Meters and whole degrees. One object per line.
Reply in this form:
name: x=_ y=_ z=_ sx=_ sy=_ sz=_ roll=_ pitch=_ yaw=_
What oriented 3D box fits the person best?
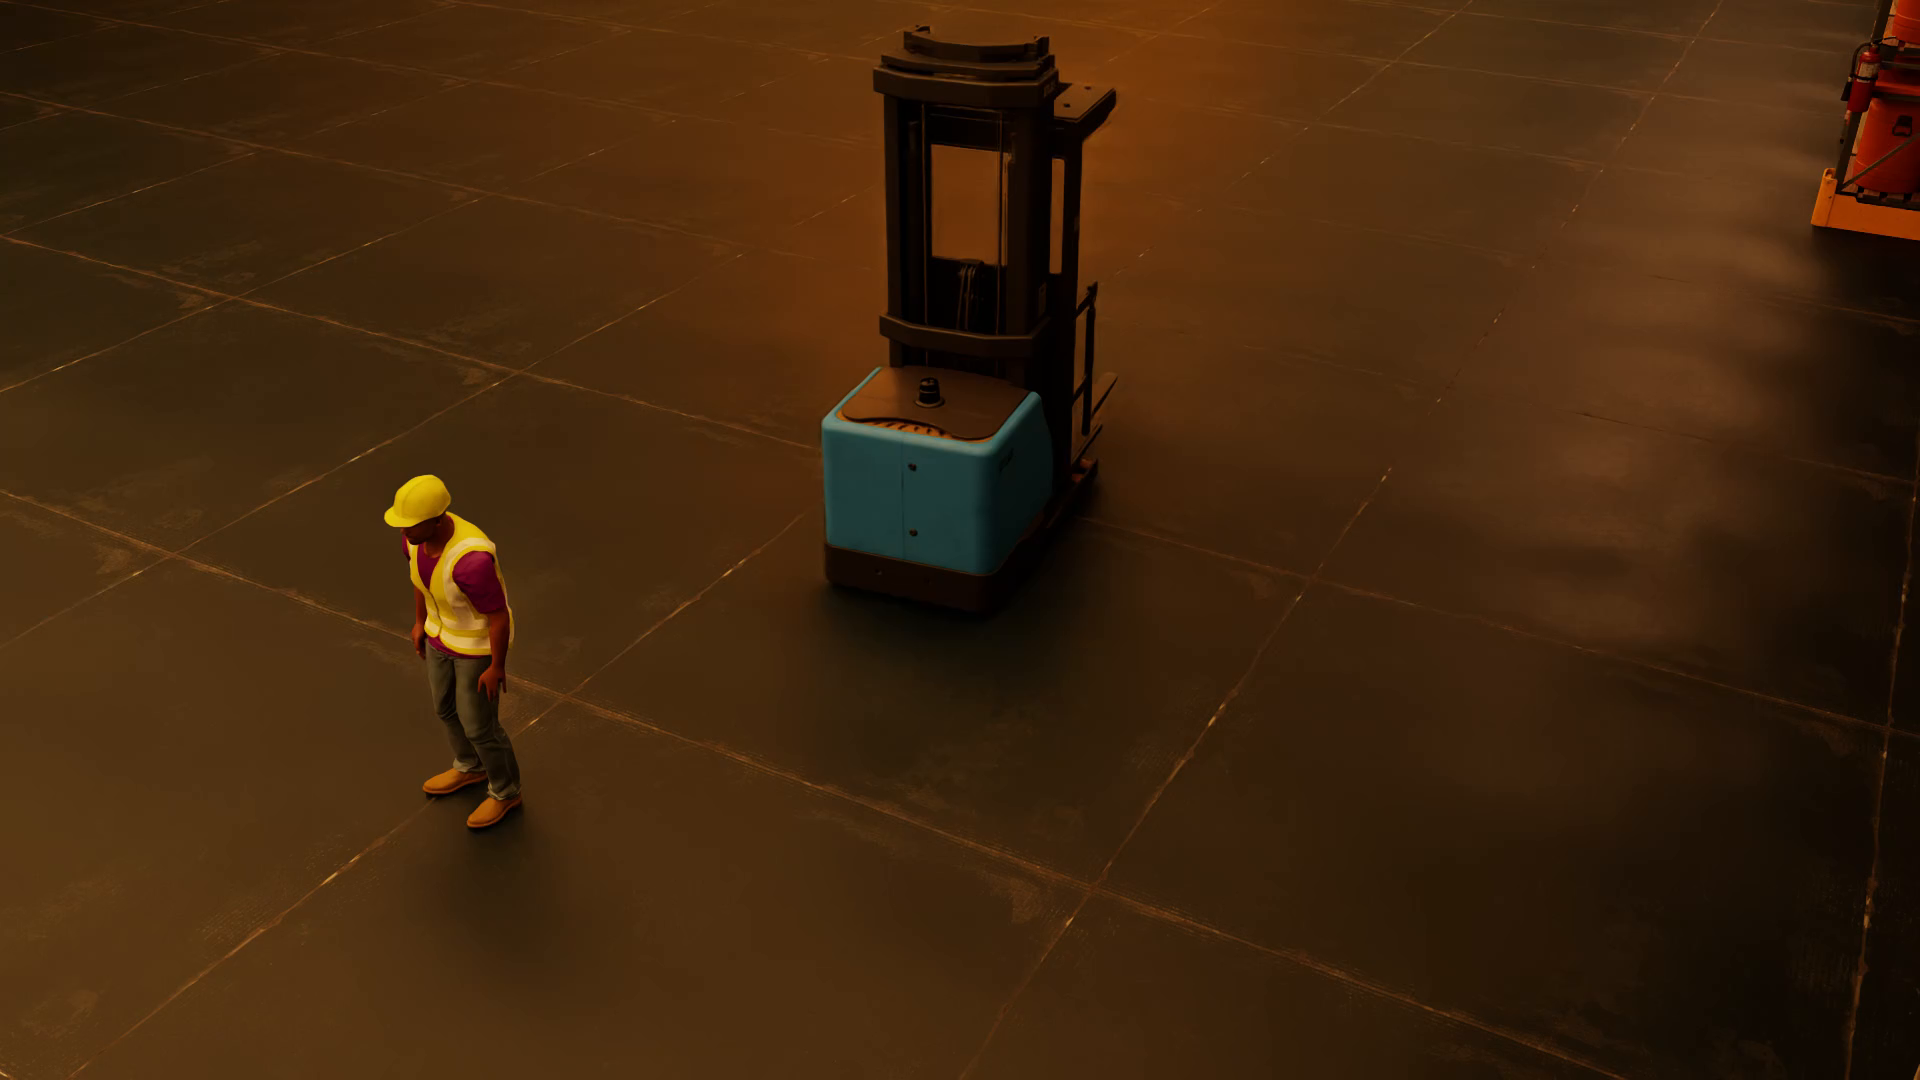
person: x=-2.254 y=0.471 z=7.430 sx=0.629 sy=1.761 sz=0.462 roll=25 pitch=39 yaw=37

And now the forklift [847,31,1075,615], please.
forklift: x=0.072 y=-1.572 z=9.794 sx=1.130 sy=2.935 sz=3.031 roll=3 pitch=30 yaw=6
